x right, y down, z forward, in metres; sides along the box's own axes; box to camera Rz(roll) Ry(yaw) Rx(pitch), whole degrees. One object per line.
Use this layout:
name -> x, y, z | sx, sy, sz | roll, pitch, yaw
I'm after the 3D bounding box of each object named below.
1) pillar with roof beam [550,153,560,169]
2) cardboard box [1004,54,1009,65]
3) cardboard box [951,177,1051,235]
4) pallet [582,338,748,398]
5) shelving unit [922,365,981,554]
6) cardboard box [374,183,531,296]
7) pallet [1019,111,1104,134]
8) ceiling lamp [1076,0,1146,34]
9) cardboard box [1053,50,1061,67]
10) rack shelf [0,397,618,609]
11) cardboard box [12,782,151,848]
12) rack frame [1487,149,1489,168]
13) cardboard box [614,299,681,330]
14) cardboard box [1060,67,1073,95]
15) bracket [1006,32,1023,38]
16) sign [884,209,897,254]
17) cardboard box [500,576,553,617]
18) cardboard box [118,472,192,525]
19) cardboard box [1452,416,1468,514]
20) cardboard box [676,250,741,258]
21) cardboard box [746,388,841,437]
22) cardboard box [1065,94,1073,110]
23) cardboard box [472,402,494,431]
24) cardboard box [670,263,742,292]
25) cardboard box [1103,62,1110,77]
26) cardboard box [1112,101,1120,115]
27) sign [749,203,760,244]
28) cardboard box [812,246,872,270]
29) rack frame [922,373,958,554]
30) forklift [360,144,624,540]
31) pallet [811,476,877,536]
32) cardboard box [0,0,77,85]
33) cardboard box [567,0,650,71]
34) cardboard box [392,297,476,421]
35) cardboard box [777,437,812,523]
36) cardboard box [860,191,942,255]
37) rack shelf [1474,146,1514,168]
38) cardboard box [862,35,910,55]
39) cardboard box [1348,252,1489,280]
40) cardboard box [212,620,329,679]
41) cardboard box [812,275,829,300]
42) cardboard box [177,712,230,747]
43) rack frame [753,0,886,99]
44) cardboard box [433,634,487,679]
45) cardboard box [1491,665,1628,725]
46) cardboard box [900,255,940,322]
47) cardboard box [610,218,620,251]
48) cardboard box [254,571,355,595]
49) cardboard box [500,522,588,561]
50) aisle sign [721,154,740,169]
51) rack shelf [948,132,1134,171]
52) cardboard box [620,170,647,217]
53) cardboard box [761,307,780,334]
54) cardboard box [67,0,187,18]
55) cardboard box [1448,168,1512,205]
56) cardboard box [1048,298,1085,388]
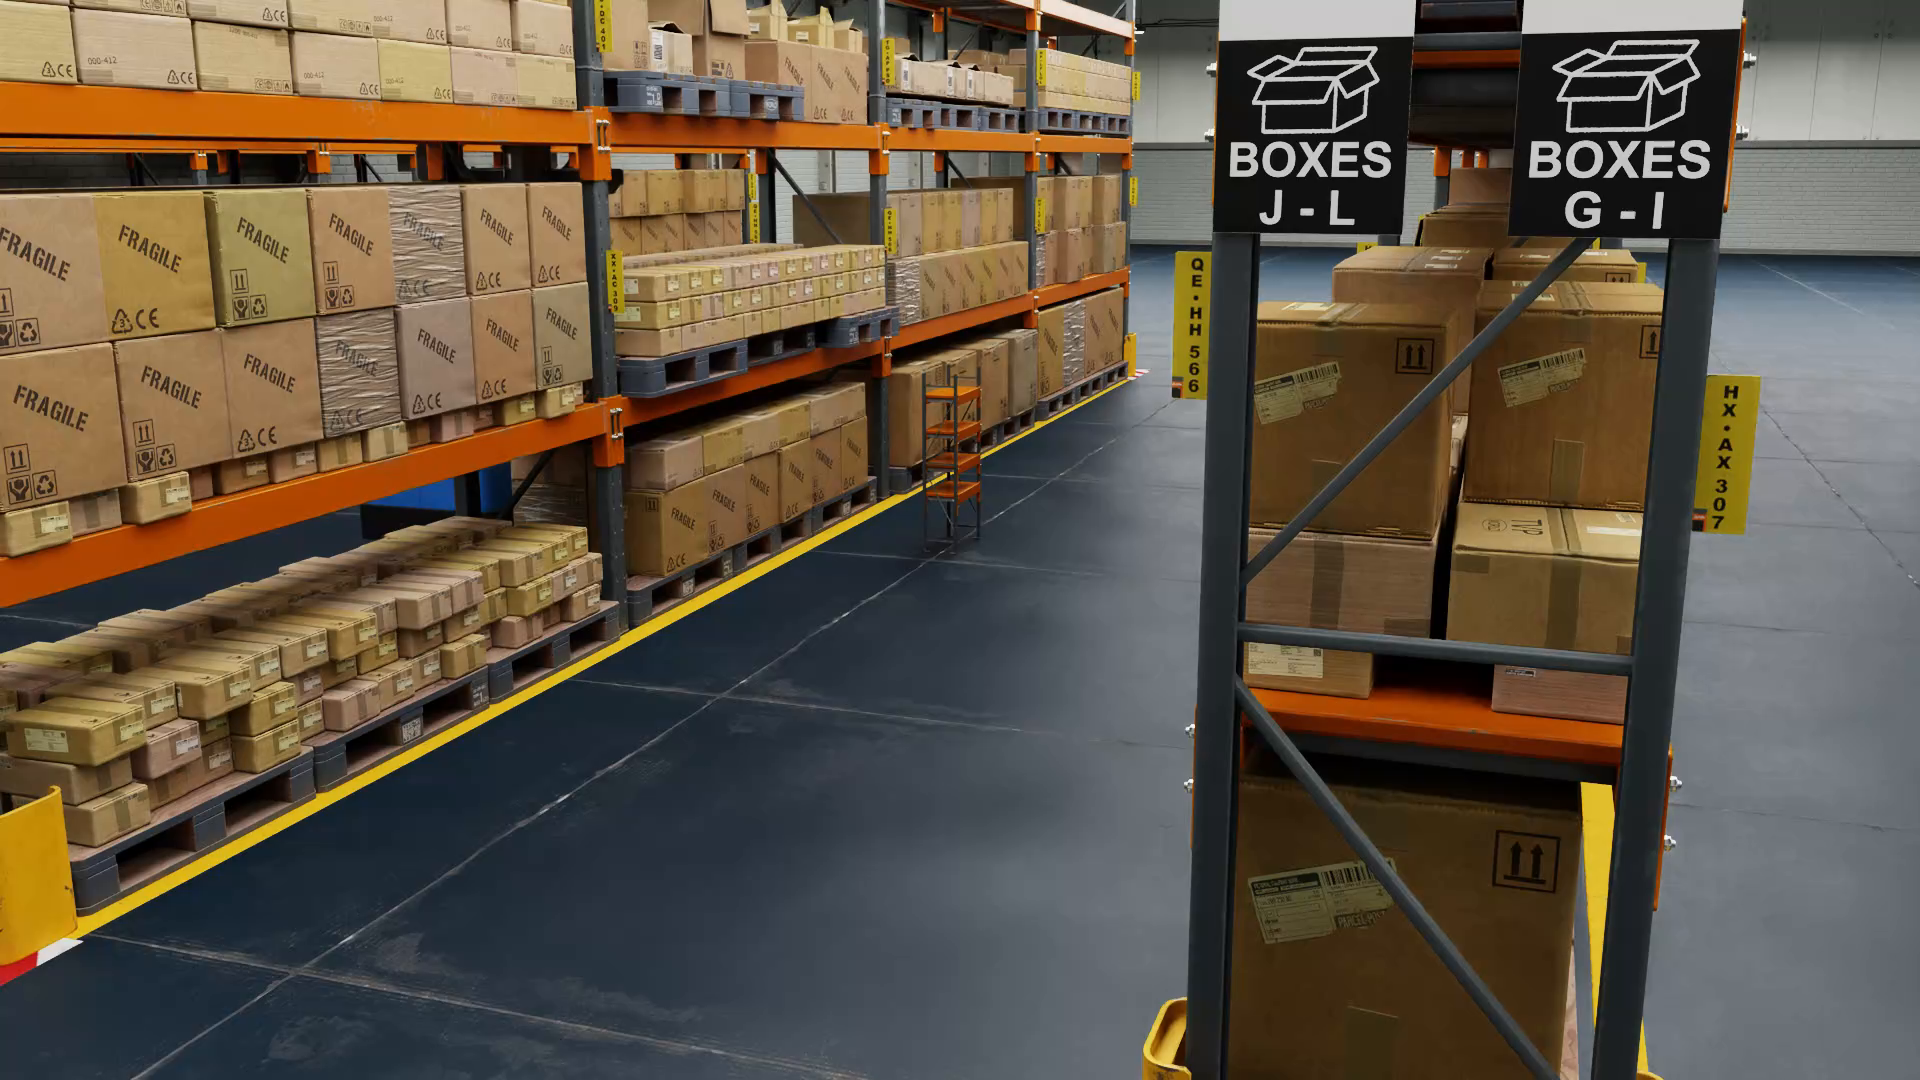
pillar with roof beam -> -2.928, -7.989, 26.265 | 9.100, 9.000, 0.400 | 4, 14, 18
cardboard box -> 0.317, -4.899, 17.074 | 0.380, 0.149, 0.250 | 5, 14, 19
cardboard box -> 0.407, -3.333, 16.586 | 0.875, 0.550, 0.550 | 4, 14, 18
pallet -> -1.948, -1.031, 9.694 | 1.003, 0.211, 1.213 | 4, 14, 18
shelving unit -> -0.054, -0.550, 11.202 | 0.258, 1.200, 0.503 | 4, 14, 18
cardboard box -> -2.391, -1.427, 7.860 | 0.500, 0.500, 0.500 | 4, 13, 17
pallet -> 0.926, -4.505, 17.943 | 1.003, 0.211, 1.213 | 4, 14, 18
ceiling lamp -> 4.008, -15.042, 44.051 | 2.000, 3.185, 0.800 | 4, 14, 18
cardboard box -> 0.776, -4.746, 16.405 | 0.380, 0.149, 0.250 | 4, 14, 18
rack shelf -> -2.980, -0.202, 7.249 | 1.077, 0.370, 4.000 | 4, 14, 18
cardboard box -> -3.155, 0.966, 5.976 | 0.380, 0.149, 0.250 | 5, 14, 20
rack frame -> 6.210, -3.122, 18.425 | 1.000, 3.000, 0.127 | 4, 14, 18
cardboard box -> -1.770, -1.251, 9.180 | 0.380, 0.149, 0.250 | 5, 14, 19
cardboard box -> 0.840, -4.635, 16.814 | 0.500, 0.250, 0.500 | 4, 14, 18
bracket -> 1.810, -15.543, 51.275 | 0.076, 0.066, 3.189 | 4, 14, 18
sign -> -0.522, -2.305, 12.421 | 0.100, 0.325, 0.005 | 4, 14, 18
cardboard box -> -2.280, 0.271, 8.354 | 0.380, 0.149, 0.250 | 4, 13, 16
cardboard box -> -3.031, -0.163, 6.026 | 0.380, 0.149, 0.250 | 4, 13, 17
cardboard box -> 1.433, -0.270, 5.599 | 0.500, 0.250, 0.500 | 4, 14, 19
cardboard box -> -1.712, -1.884, 11.285 | 0.380, 0.149, 0.250 | 5, 14, 21
cardboard box -> -1.165, -0.898, 11.668 | 0.500, 0.250, 0.500 | 5, 14, 19
cardboard box -> 0.940, -4.464, 16.958 | 0.380, 0.149, 0.250 | 4, 13, 18
cardboard box -> -2.475, -0.611, 7.988 | 0.380, 0.149, 0.250 | 4, 13, 17
cardboard box -> -1.517, -1.561, 9.871 | 0.380, 0.149, 0.250 | 4, 14, 18
cardboard box -> 1.432, -5.174, 18.278 | 0.380, 0.149, 0.250 | 4, 14, 19
cardboard box -> 1.598, -4.892, 18.837 | 0.380, 0.149, 0.250 | 5, 14, 19
sign -> -1.565, -2.420, 12.747 | 0.100, 0.325, 0.005 | 4, 14, 18
cardboard box -> -0.847, -1.999, 11.791 | 0.380, 0.149, 0.250 | 4, 14, 18
rack frame -> -0.132, -0.499, 10.977 | 0.240, 1.200, 0.015 | 4, 14, 18
forklift -> -3.105, -1.652, 12.140 | 1.130, 2.935, 3.031 | 4, 13, 17
pallet -> -1.293, -0.292, 12.293 | 1.003, 0.211, 1.213 | 4, 14, 18
cardboard box -> -3.240, -1.597, 5.340 | 0.500, 0.250, 0.500 | 5, 14, 20
cardboard box -> -2.106, -2.762, 8.937 | 0.700, 0.500, 0.500 | 4, 14, 18
cardboard box -> -2.553, -0.832, 7.497 | 0.500, 0.500, 0.500 | 4, 14, 18
cardboard box -> -1.332, -0.423, 11.275 | 0.500, 0.500, 0.500 | 4, 13, 16
cardboard box -> -0.558, -2.661, 13.933 | 0.700, 0.500, 0.500 | 4, 13, 18
rack shelf -> 5.563, -3.813, 16.327 | 1.077, 0.370, 4.000 | 4, 14, 18
cardboard box -> -0.741, -3.967, 13.993 | 0.500, 0.500, 0.500 | 4, 14, 18
cardboard box -> 1.764, -0.847, 6.443 | 0.500, 0.500, 0.500 | 4, 14, 18
cardboard box -> -2.858, 0.451, 6.896 | 0.380, 0.149, 0.250 | 5, 14, 21
cardboard box -> -1.099, -1.690, 11.102 | 0.380, 0.149, 0.250 | 4, 14, 18
cardboard box -> -3.077, 0.705, 6.452 | 0.380, 0.149, 0.250 | 5, 14, 19
rack frame -> -1.039, -4.741, 12.036 | 1.000, 3.000, 0.127 | 4, 14, 18
cardboard box -> -2.472, 0.536, 7.860 | 0.380, 0.149, 0.250 | 4, 14, 18
cardboard box -> 1.460, 0.318, 3.917 | 0.380, 0.149, 0.250 | 5, 14, 19
cardboard box -> -0.476, -2.047, 13.491 | 0.500, 0.500, 0.500 | 4, 14, 18
cardboard box -> -4.055, -3.260, 18.135 | 0.500, 0.500, 0.500 | 4, 14, 18
cardboard box -> -3.053, 0.257, 7.747 | 0.380, 0.149, 0.250 | 4, 13, 16
cardboard box -> -2.202, 0.015, 8.807 | 0.380, 0.149, 0.250 | 5, 14, 20
aisle sign -> -2.872, -5.095, 21.228 | 0.394, 0.787, 0.004 | 4, 14, 18
rack shelf -> 0.902, -4.191, 17.985 | 1.077, 0.370, 4.000 | 4, 14, 18
cardboard box -> -3.928, -3.858, 18.508 | 0.700, 0.500, 0.500 | 4, 14, 19
cardboard box -> -1.353, -1.381, 10.419 | 0.380, 0.149, 0.250 | 4, 13, 17
cardboard box -> -3.071, -1.948, 5.756 | 0.500, 0.250, 0.500 | 4, 14, 18
cardboard box -> 4.526, -2.620, 13.933 | 1.000, 1.000, 1.000 | 4, 14, 19
cardboard box -> 0.813, -2.145, 17.974 | 0.875, 0.875, 0.875 | 4, 14, 19
